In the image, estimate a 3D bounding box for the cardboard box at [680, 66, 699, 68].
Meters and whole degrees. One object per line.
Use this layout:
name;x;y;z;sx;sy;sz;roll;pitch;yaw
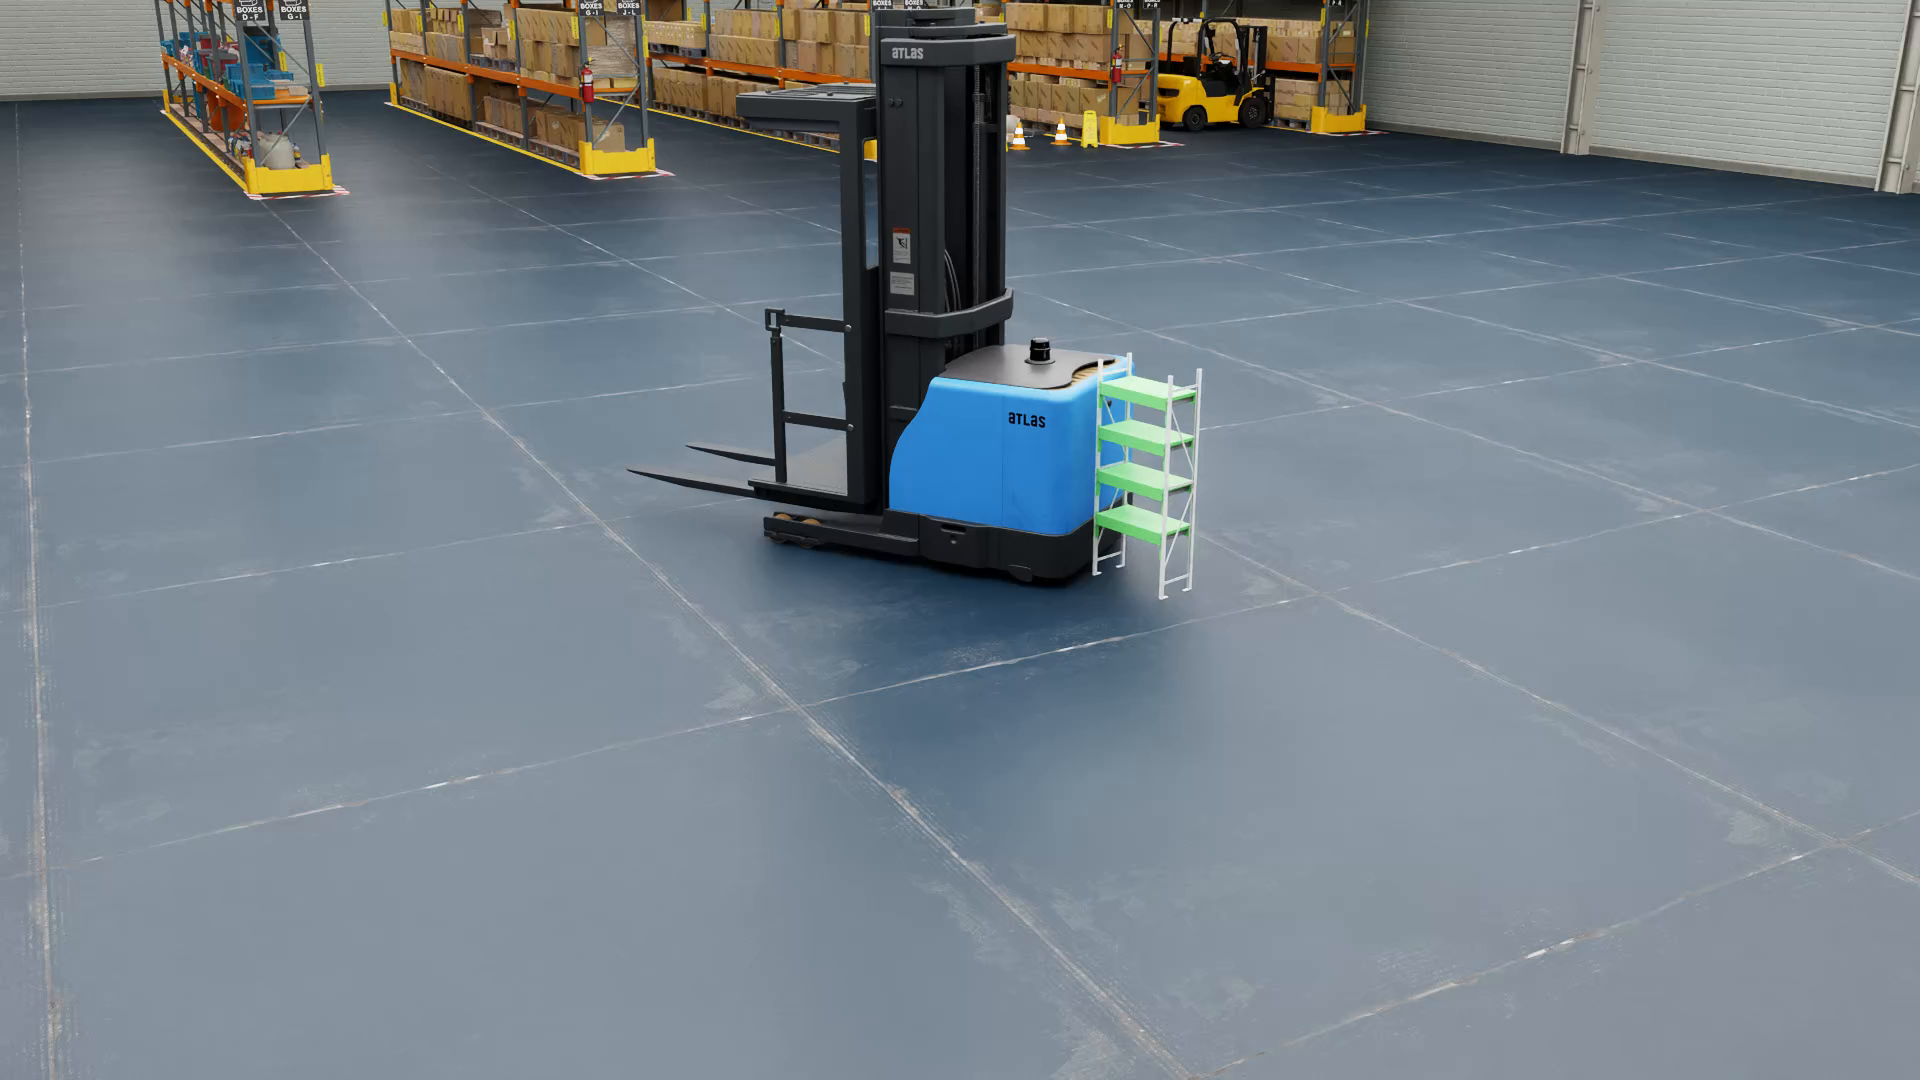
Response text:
cardboard box;-6.199;-10.735;38.183;0.500;0.250;0.500;-11;22;-28

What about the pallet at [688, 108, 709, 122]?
pallet;-5.246;-9.297;36.250;1.003;0.211;1.213;-10;21;-27

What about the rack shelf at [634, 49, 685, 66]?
rack shelf;-7.725;-11.773;40.253;1.077;0.370;4.000;-10;21;-27

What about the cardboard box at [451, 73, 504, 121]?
cardboard box;-9.598;-9.047;33.864;1.225;0.875;0.875;-11;22;-29

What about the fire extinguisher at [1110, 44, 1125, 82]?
fire extinguisher;2.880;-8.749;30.506;0.296;0.674;0.183;-10;21;-27

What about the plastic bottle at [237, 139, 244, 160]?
plastic bottle;-11.351;-6.166;26.288;0.144;0.351;0.185;-9;21;-24

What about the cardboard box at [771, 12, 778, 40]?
cardboard box;-3.217;-9.904;32.048;0.700;0.500;0.500;-10;22;-28

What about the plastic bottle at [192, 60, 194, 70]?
plastic bottle;-14.410;-8.970;31.333;0.097;0.201;0.097;0;19;0

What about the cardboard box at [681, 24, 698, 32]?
cardboard box;-5.754;-10.969;35.650;0.380;0.149;0.250;-9;21;-25

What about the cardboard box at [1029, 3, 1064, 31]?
cardboard box;1.788;-10.240;32.567;0.700;0.500;0.500;-11;22;-28

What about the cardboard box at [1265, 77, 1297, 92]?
cardboard box;6.609;-9.404;34.324;0.500;0.250;0.500;-10;21;-26

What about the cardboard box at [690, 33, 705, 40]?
cardboard box;-5.511;-10.682;35.275;0.380;0.149;0.250;-9;21;-26

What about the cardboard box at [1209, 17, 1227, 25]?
cardboard box;5.589;-11.165;35.785;0.380;0.149;0.250;-10;21;-26

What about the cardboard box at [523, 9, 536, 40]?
cardboard box;-7.161;-8.852;28.543;0.500;0.500;0.500;-10;21;-27

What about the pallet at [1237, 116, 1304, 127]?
pallet;6.623;-8.904;35.112;1.003;0.211;1.213;-10;21;-27

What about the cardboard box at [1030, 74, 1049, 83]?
cardboard box;1.627;-9.194;33.105;0.380;0.149;0.250;-9;21;-25

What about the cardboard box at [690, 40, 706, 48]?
cardboard box;-5.515;-10.541;35.321;0.380;0.149;0.250;-10;21;-26

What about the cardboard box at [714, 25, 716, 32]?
cardboard box;-5.055;-10.991;35.714;0.380;0.149;0.250;-11;22;-28

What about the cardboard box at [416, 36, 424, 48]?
cardboard box;-11.629;-10.955;36.555;0.500;0.250;0.500;-10;22;-28

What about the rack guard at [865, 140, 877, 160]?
rack guard;-1.066;-6.905;28.877;1.175;0.500;0.348;-10;21;-27

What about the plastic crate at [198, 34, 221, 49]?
plastic crate;-15.751;-10.386;34.942;0.402;0.464;0.583;-10;21;-27

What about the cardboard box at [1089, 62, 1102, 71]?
cardboard box;2.648;-8.901;31.212;0.380;0.149;0.250;-10;22;-27

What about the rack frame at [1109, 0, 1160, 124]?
rack frame;3.231;-8.890;30.795;1.000;3.000;0.127;-10;21;-27

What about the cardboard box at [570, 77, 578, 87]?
cardboard box;-6.089;-7.421;26.925;0.380;0.149;0.250;-10;21;-27

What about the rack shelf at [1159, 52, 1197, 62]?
rack shelf;4.749;-11.042;38.135;1.077;0.370;4.000;-10;21;-27

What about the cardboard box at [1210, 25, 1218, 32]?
cardboard box;5.618;-11.030;35.849;0.380;0.149;0.250;-10;22;-28

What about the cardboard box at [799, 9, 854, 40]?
cardboard box;-2.468;-9.572;30.889;0.875;0.550;0.550;-10;21;-27

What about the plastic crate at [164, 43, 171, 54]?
plastic crate;-16.994;-10.630;36.003;0.416;0.233;0.300;-10;21;-27

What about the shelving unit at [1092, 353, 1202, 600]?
shelving unit;0.978;-0.340;8.777;0.258;1.200;0.503;-16;25;-39

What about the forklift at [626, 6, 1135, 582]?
forklift;-0.556;-1.480;9.426;3.031;2.935;1.130;10;21;26

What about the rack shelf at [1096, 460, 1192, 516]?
rack shelf;0.978;-0.279;8.798;0.258;0.148;0.480;-16;25;-39

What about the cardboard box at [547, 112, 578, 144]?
cardboard box;-6.956;-7.236;29.190;0.500;0.500;0.500;-3;19;-9

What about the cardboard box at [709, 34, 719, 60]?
cardboard box;-4.900;-10.267;34.634;0.500;0.500;0.500;-10;21;-26

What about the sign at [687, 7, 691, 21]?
sign;-6.289;-12.173;38.536;0.100;0.325;0.005;-10;21;-27

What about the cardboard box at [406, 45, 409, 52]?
cardboard box;-12.352;-11.160;37.759;0.380;0.149;0.250;-10;21;-26

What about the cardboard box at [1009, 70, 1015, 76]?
cardboard box;1.072;-12.530;44.533;0.700;0.500;0.500;-11;22;-29

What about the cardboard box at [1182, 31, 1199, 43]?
cardboard box;5.240;-11.075;36.591;0.500;0.250;0.500;-10;22;-28

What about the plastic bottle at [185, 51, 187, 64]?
plastic bottle;-15.082;-9.410;32.499;0.097;0.271;0.097;0;19;0

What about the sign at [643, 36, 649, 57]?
sign;-5.013;-7.848;26.449;0.100;0.325;0.005;-10;21;-27

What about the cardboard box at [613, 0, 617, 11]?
cardboard box;-7.978;-12.735;39.797;0.500;0.500;0.500;-11;22;-28

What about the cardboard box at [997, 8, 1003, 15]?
cardboard box;0.813;-11.217;35.291;0.380;0.149;0.250;-9;21;-24

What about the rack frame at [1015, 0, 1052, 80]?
rack frame;1.900;-13.104;43.010;1.000;3.000;0.127;-10;21;-27

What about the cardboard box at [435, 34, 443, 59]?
cardboard box;-10.713;-10.388;34.984;0.500;0.500;0.500;-11;22;-28

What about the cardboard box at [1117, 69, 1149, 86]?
cardboard box;4.083;-10.851;39.476;0.875;0.625;0.625;-9;21;-25

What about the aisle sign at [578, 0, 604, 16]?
aisle sign;-5.725;-8.519;25.737;0.394;0.787;0.004;-10;21;-27

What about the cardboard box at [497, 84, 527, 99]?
cardboard box;-8.684;-8.694;32.235;0.500;0.250;0.500;-7;20;-21

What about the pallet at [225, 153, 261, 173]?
pallet;-11.466;-6.218;27.329;1.003;0.211;1.213;-10;21;-27

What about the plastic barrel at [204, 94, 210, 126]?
plastic barrel;-14.431;-8.405;32.443;0.600;0.588;0.708;-10;21;-27

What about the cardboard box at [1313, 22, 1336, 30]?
cardboard box;7.242;-10.224;33.059;0.380;0.149;0.250;-10;21;-27

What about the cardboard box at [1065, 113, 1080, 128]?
cardboard box;2.372;-8.129;32.161;0.500;0.250;0.500;-10;21;-26
